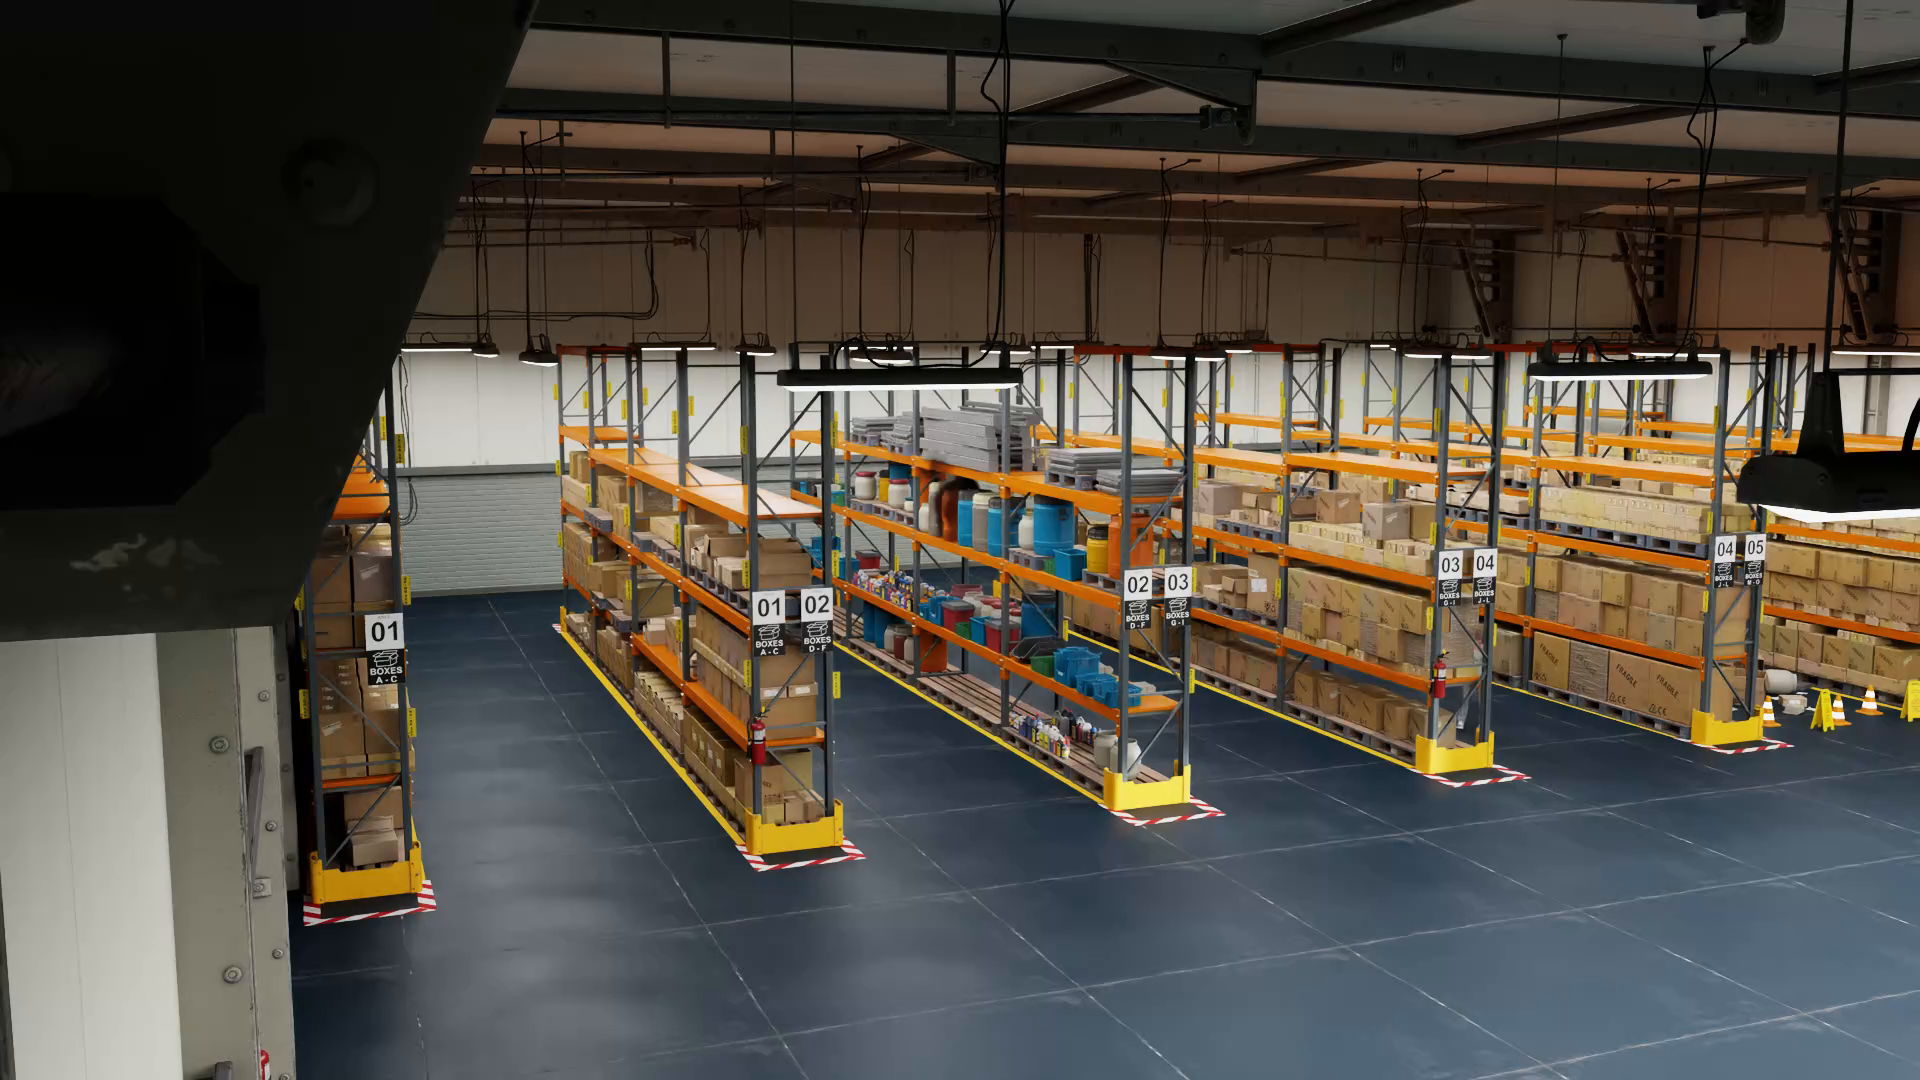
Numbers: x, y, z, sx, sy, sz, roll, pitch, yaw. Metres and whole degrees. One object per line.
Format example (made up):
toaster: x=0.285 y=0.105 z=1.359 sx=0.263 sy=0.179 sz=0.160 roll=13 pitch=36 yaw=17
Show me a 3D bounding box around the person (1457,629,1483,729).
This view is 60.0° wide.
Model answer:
person: x=8.121 y=2.202 z=26.282 sx=0.480 sy=1.593 sz=0.416 roll=5 pitch=9 yaw=34
